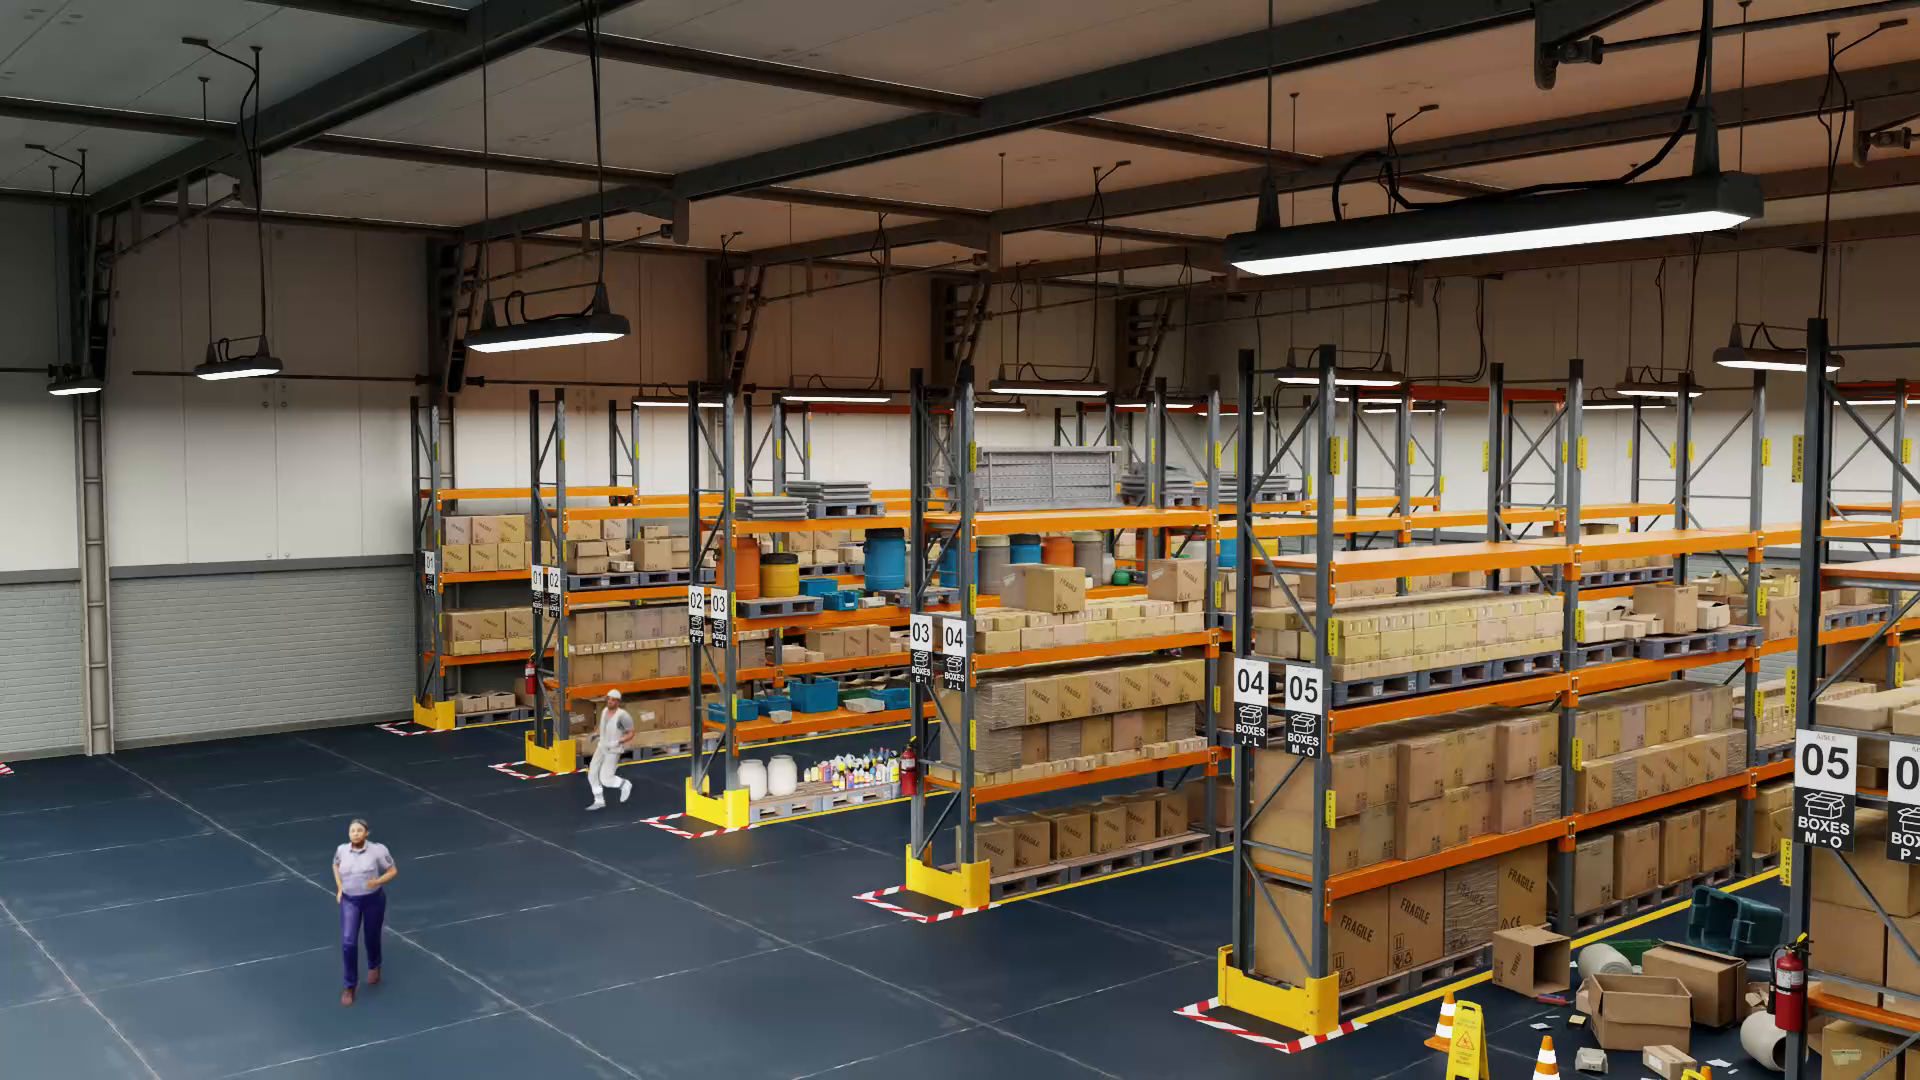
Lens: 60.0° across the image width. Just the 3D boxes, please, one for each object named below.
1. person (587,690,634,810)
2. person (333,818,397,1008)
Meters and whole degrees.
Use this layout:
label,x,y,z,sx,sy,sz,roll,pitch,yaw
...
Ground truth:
label,x,y,z,sx,sy,sz,roll,pitch,yaw
person,-4.870,2.942,23.383,0.671,1.708,0.602,3,4,38
person,-5.566,3.429,15.546,0.587,1.700,0.756,-1,3,-12
